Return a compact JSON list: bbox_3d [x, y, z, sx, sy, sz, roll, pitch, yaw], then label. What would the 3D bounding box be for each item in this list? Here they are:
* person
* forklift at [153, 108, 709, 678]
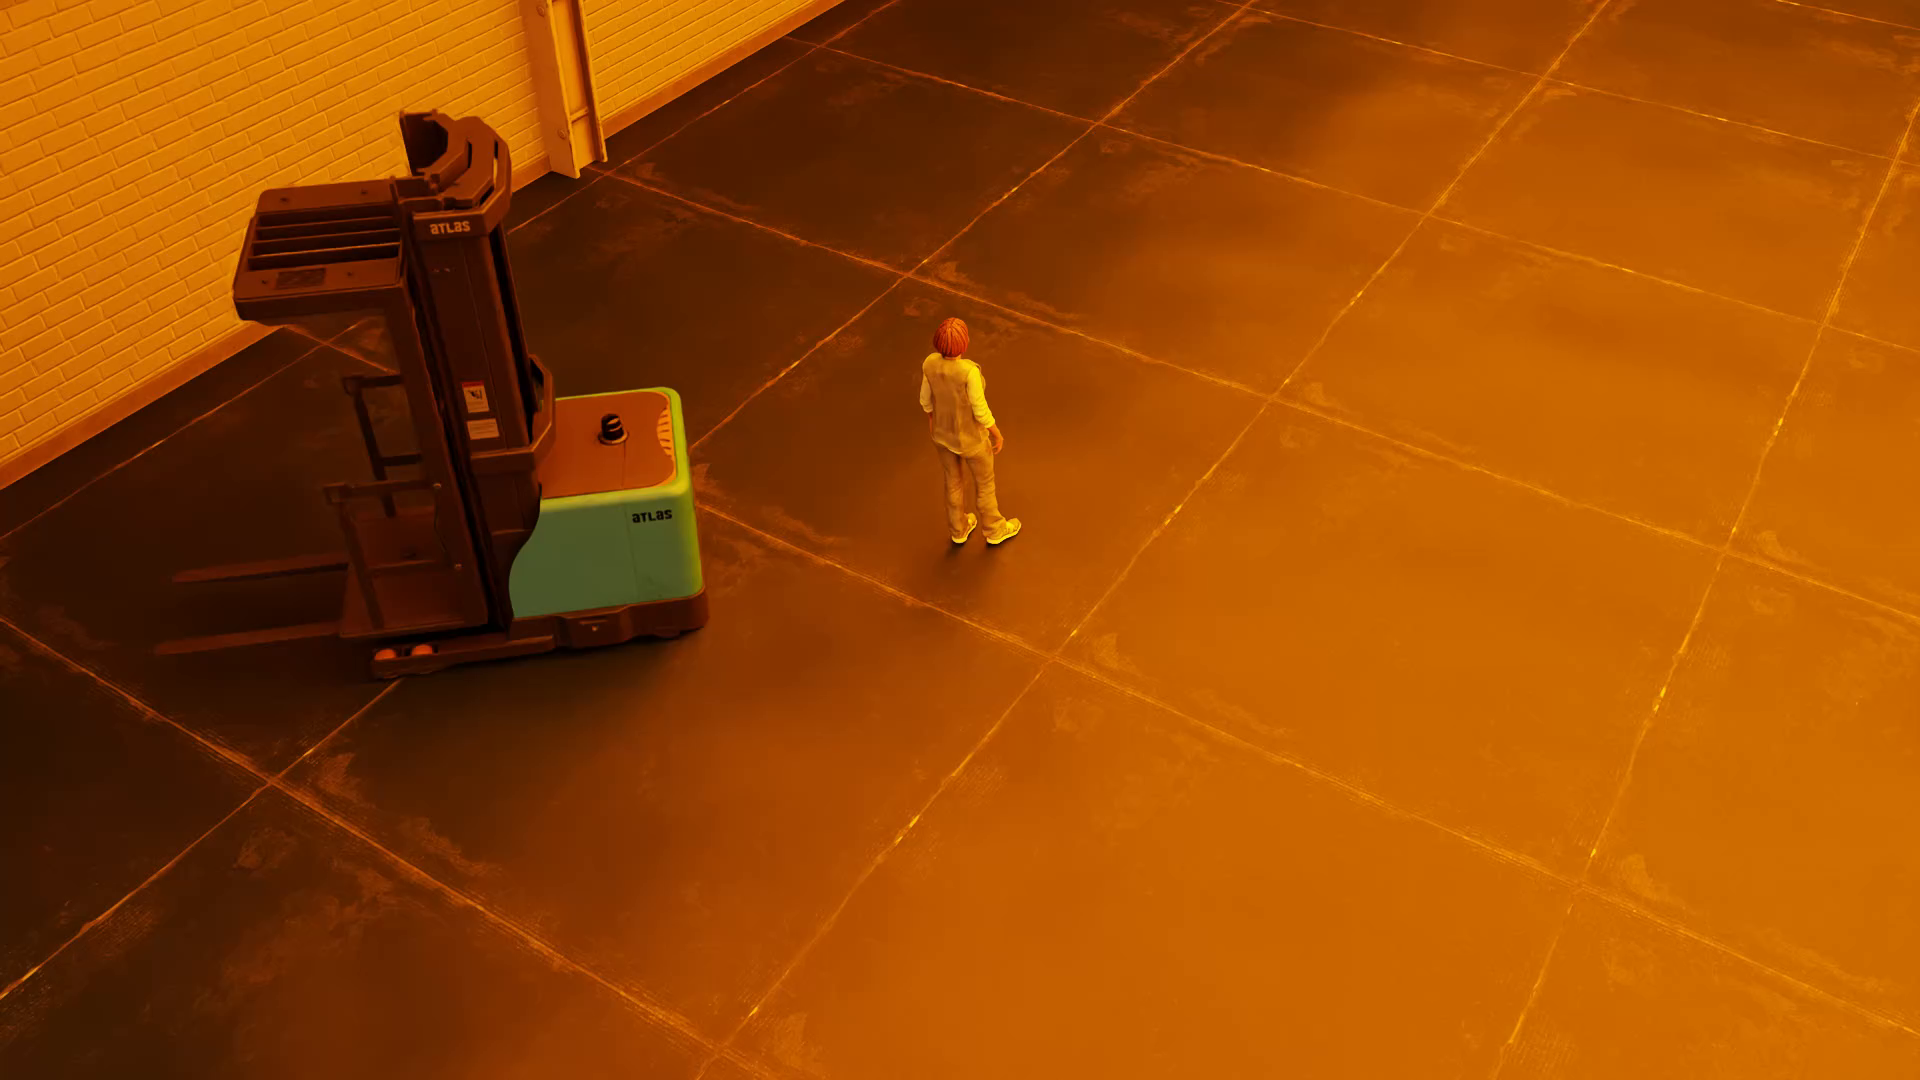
[{"bbox_3d":[0.051,-0.650,9.755,0.521,1.596,0.475,22,45,24],"label":"person"},{"bbox_3d":[-3.015,-0.715,8.810,3.031,2.935,1.130,-7,41,-8],"label":"forklift"}]
